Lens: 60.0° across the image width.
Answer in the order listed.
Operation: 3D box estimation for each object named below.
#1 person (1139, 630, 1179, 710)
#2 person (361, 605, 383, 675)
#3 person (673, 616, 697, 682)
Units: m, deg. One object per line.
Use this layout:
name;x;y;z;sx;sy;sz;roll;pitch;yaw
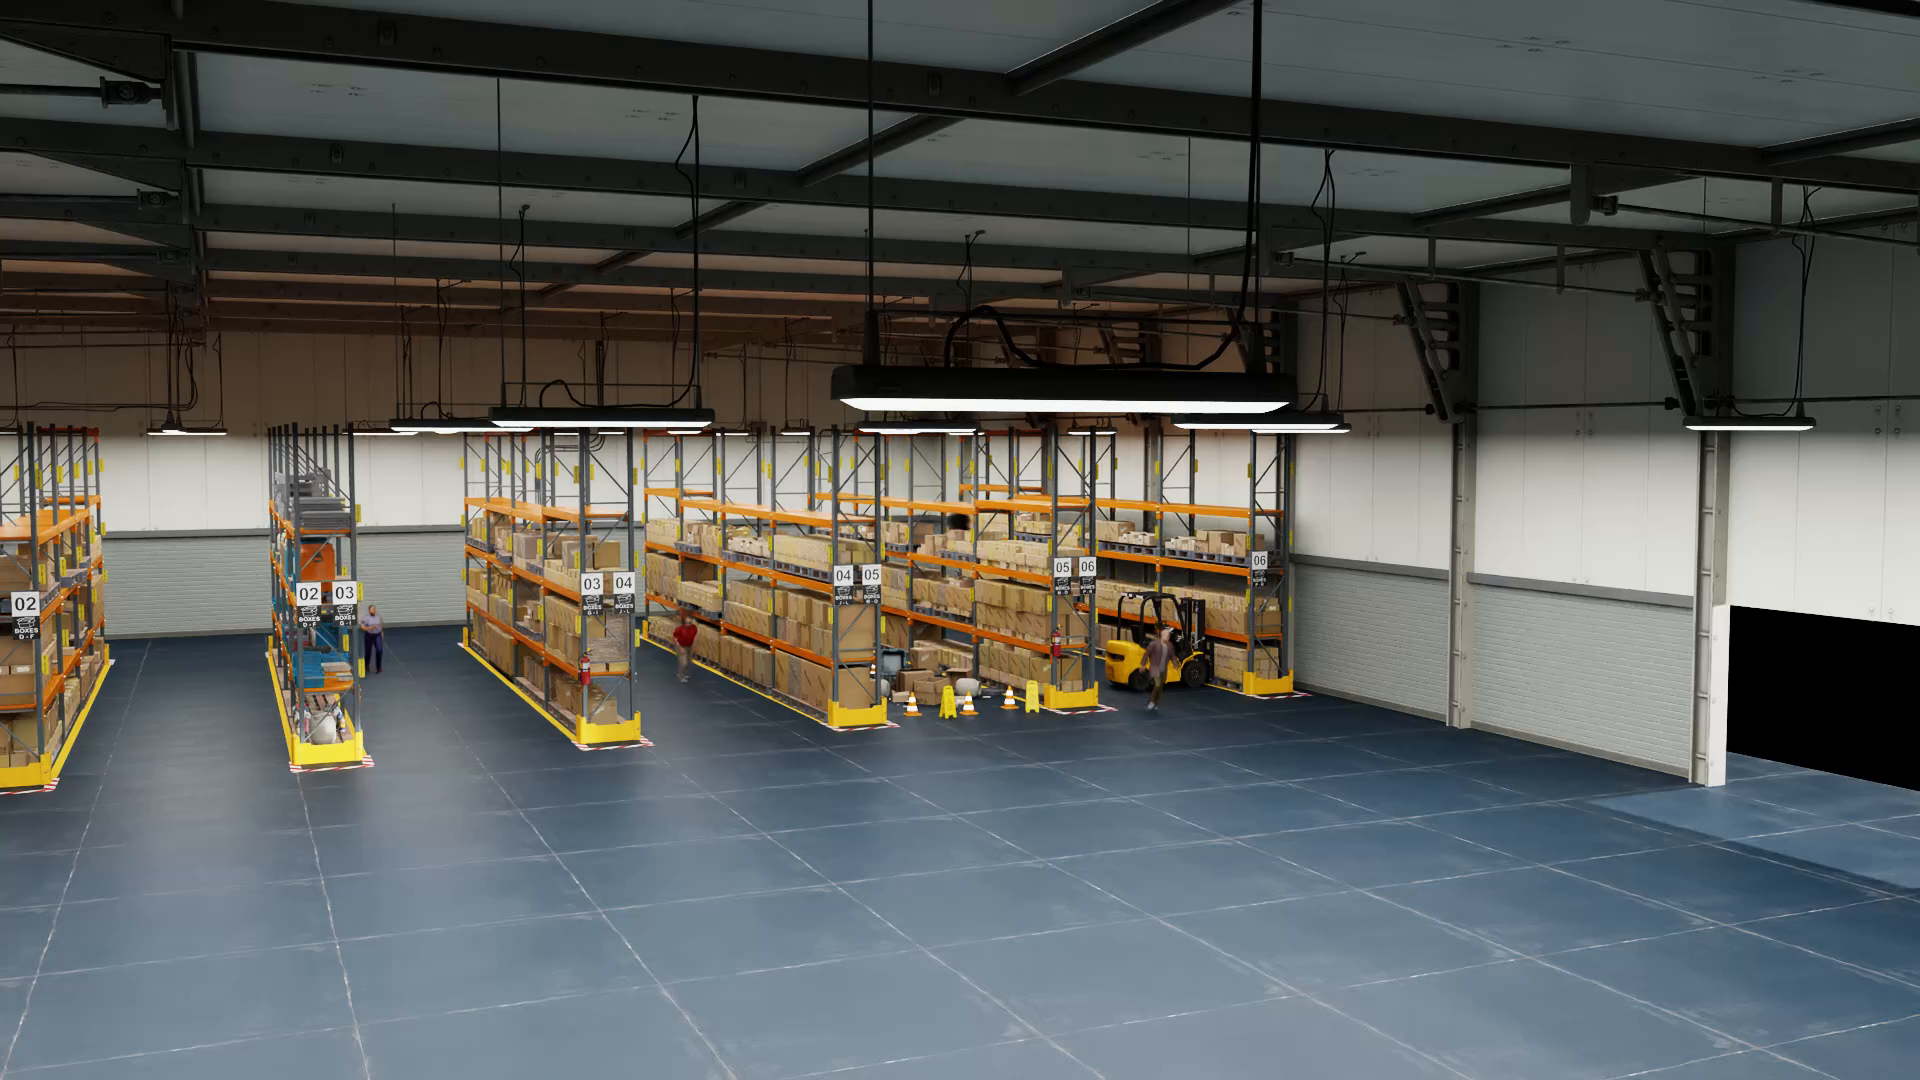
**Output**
person;4.178;2.722;34.810;0.694;1.723;0.771;-2;4;-25
person;-14.321;2.426;40.524;0.558;1.707;0.813;-2;4;-32
person;-6.487;2.549;39.072;0.878;1.577;0.711;3;5;44
